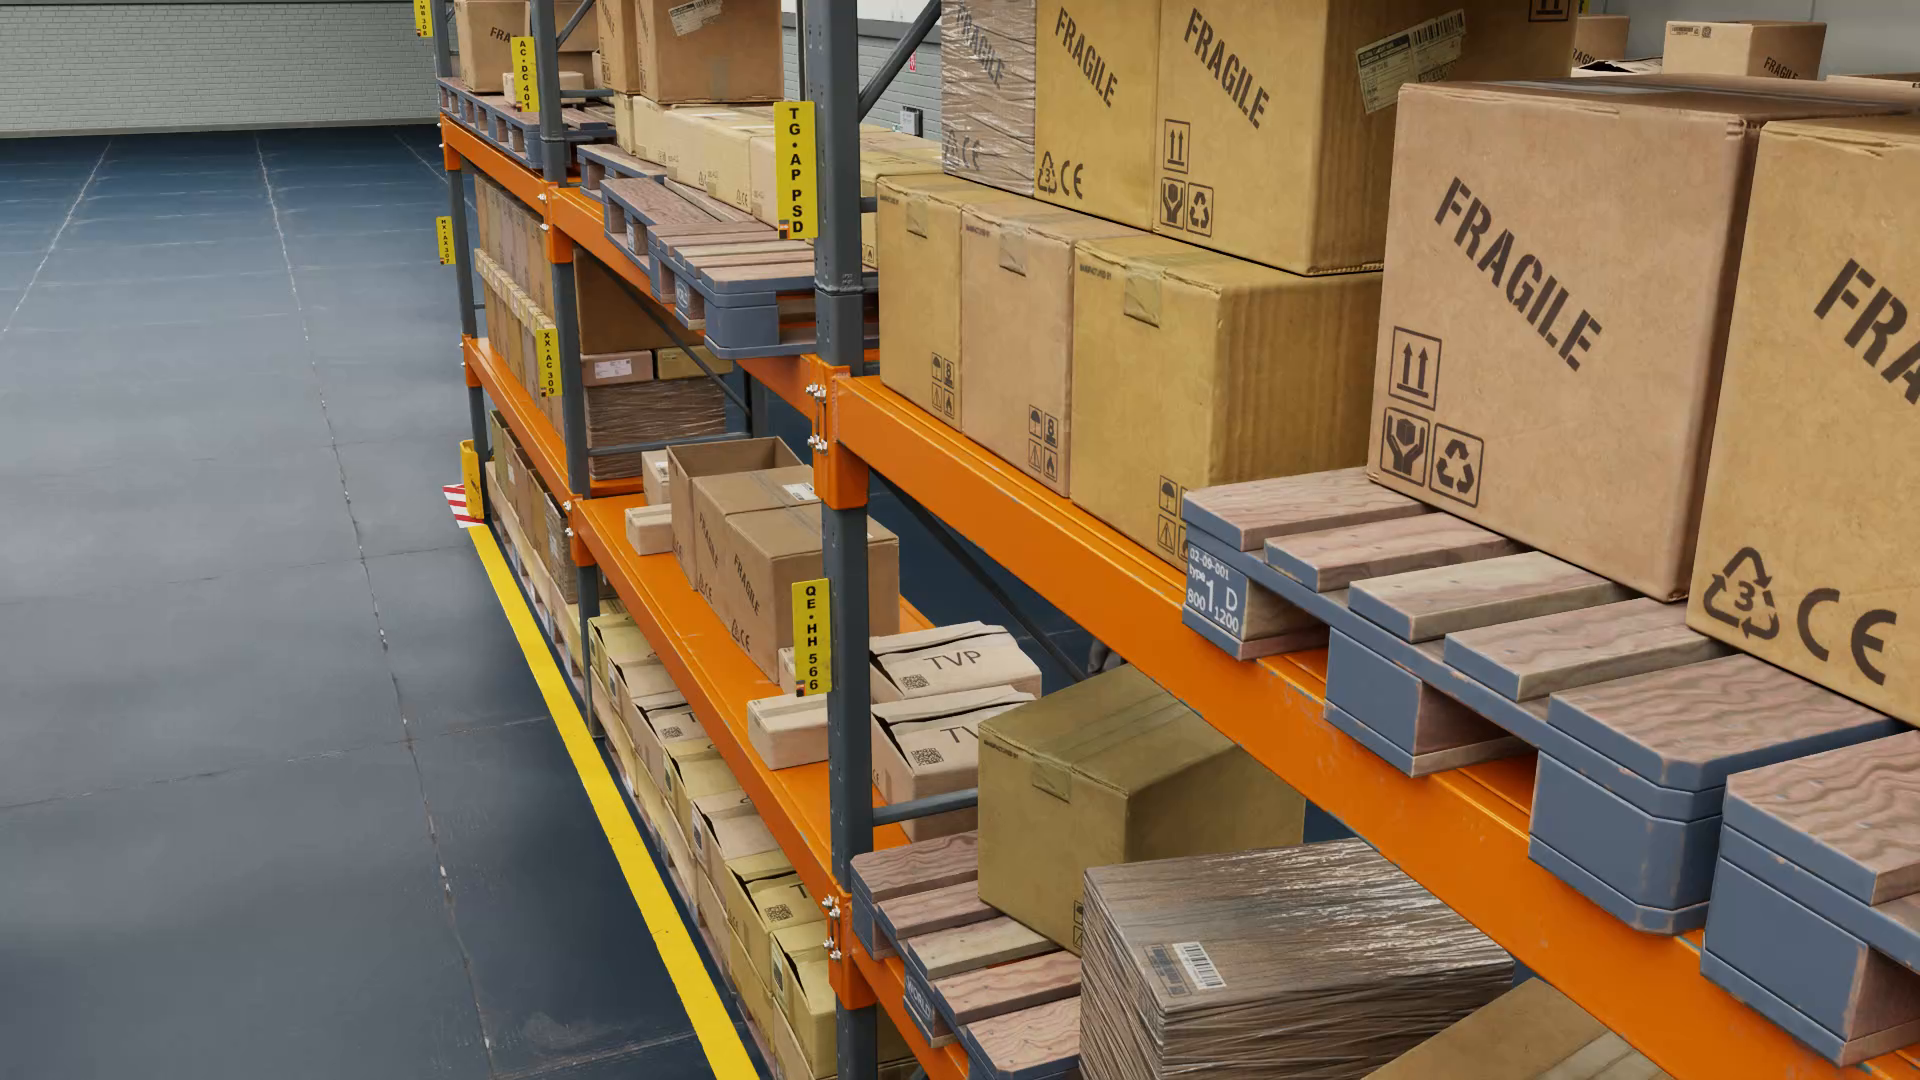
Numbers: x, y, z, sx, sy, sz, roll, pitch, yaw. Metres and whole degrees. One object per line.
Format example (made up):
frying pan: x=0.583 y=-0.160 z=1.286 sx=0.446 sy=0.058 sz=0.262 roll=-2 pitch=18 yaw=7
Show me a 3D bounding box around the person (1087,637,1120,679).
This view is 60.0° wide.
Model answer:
person: x=0.953 y=0.153 z=8.920 sx=0.687 sy=1.419 sz=0.383 roll=-9 pitch=21 yaw=-23
